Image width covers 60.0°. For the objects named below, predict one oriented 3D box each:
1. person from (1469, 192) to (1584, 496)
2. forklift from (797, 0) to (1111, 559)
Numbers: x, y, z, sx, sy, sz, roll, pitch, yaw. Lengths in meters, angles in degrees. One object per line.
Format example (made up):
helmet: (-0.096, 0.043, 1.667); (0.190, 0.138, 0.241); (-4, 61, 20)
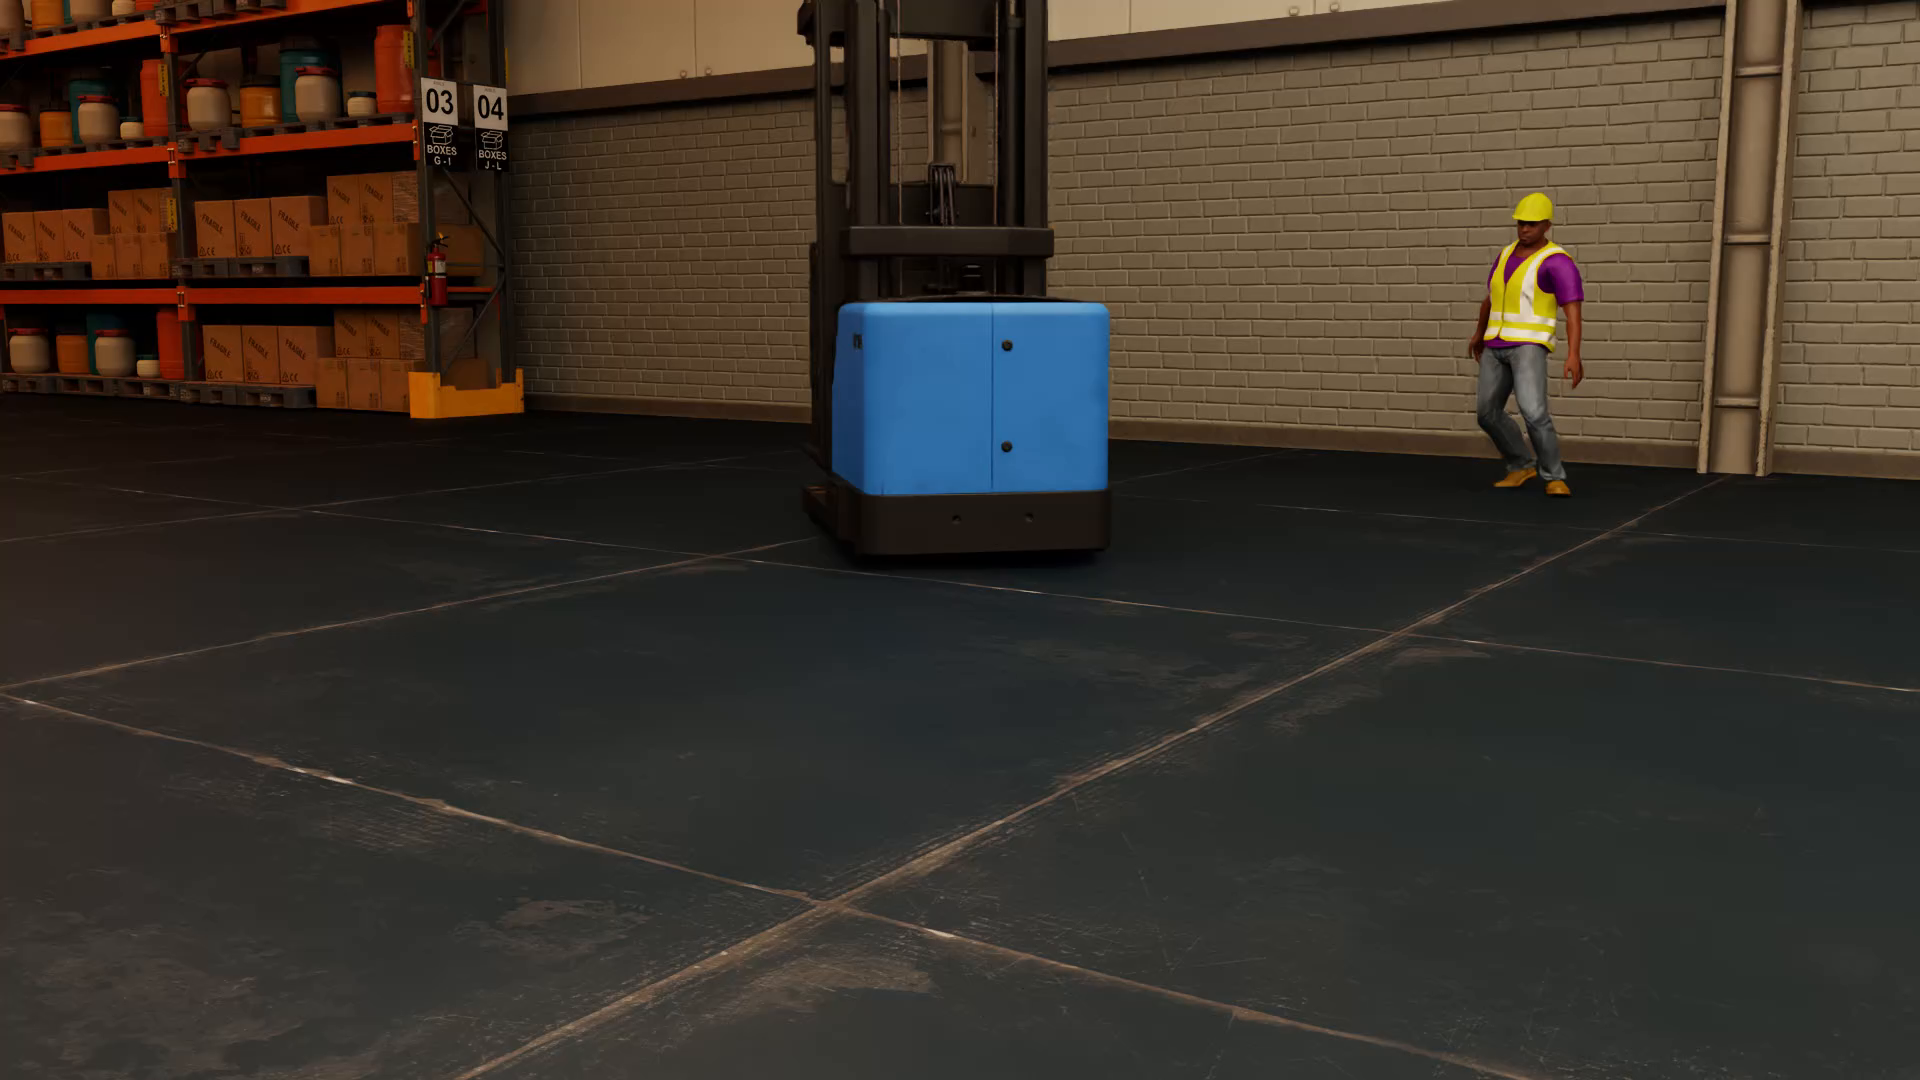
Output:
person: (3.245, -1.123, 9.584); (0.503, 1.708, 0.911); (-3, 9, -23)
forklift: (-0.184, -1.539, 8.018); (1.130, 2.935, 3.031); (-2, 8, -12)
